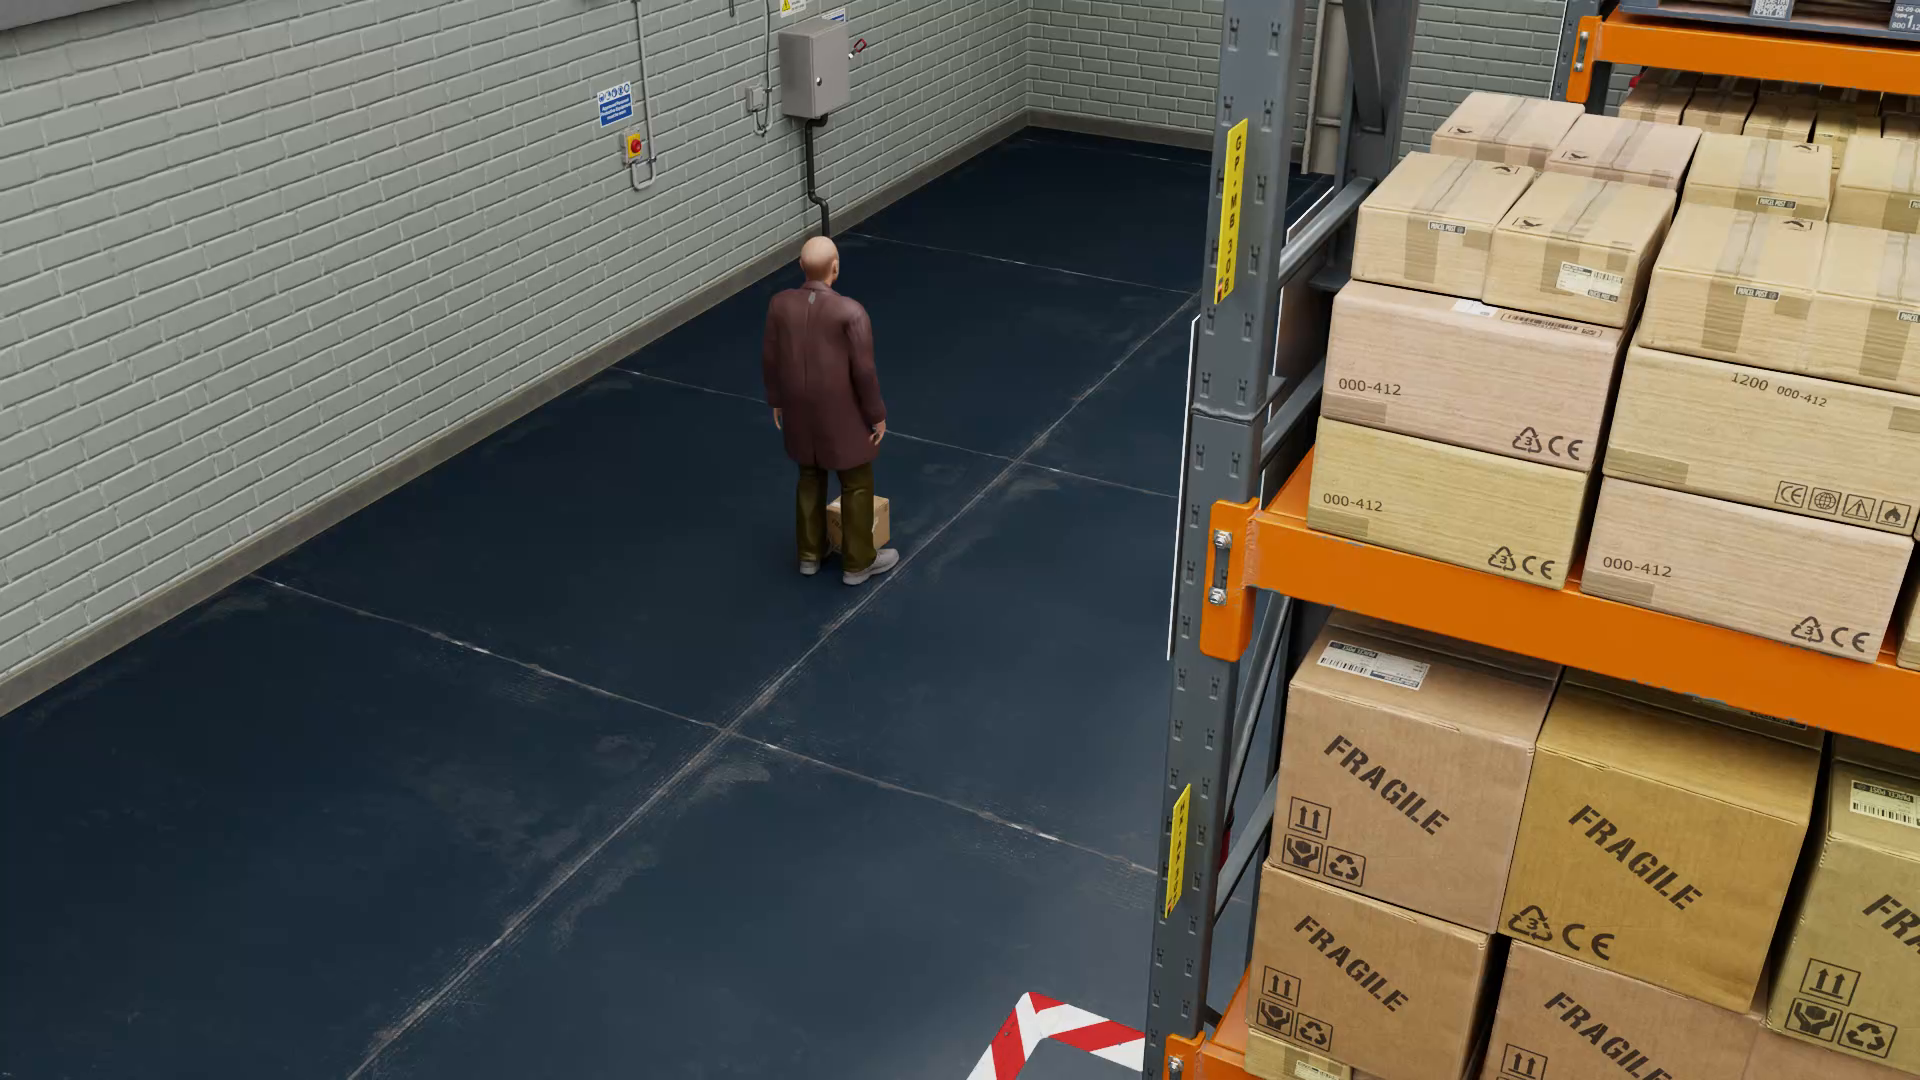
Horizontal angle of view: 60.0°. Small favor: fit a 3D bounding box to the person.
[{"bbox_3d":[-0.666,-0.637,8.264,0.651,1.773,0.428,12,32,20],"label":"person"}]
